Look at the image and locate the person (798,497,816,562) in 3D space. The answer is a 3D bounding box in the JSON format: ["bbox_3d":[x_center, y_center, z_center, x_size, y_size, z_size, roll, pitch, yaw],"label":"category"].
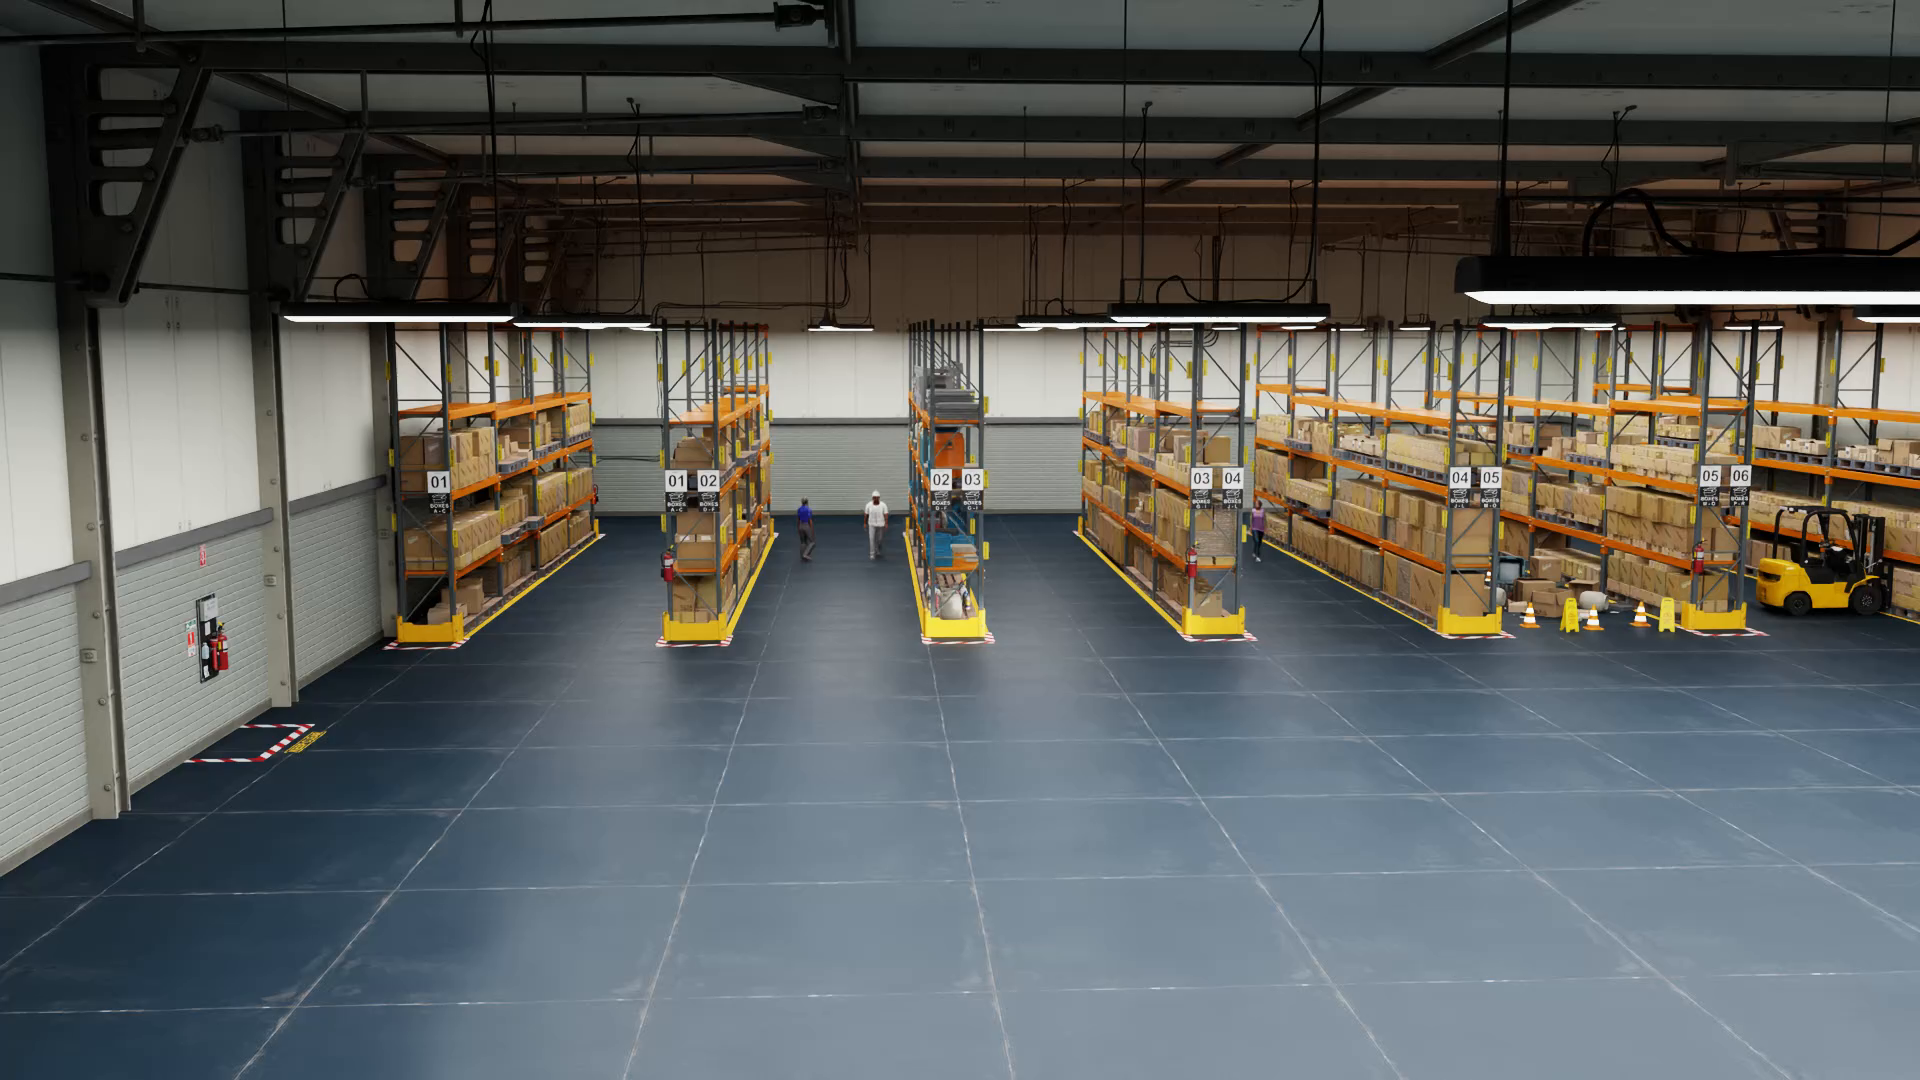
[{"bbox_3d":[-3.902,-0.257,41.814,0.502,1.658,0.461,5,9,35],"label":"person"}]

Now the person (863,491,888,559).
[{"bbox_3d":[-2.152,-0.394,42.450,0.656,1.701,1.050,0,7,-1],"label":"person"}]

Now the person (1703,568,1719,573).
[{"bbox_3d":[16.587,0.336,36.612,0.519,1.794,0.554,-2,7,-15],"label":"person"}]

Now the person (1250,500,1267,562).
[{"bbox_3d":[7.555,-0.258,42.064,0.394,1.540,0.972,-1,7,-4],"label":"person"}]
